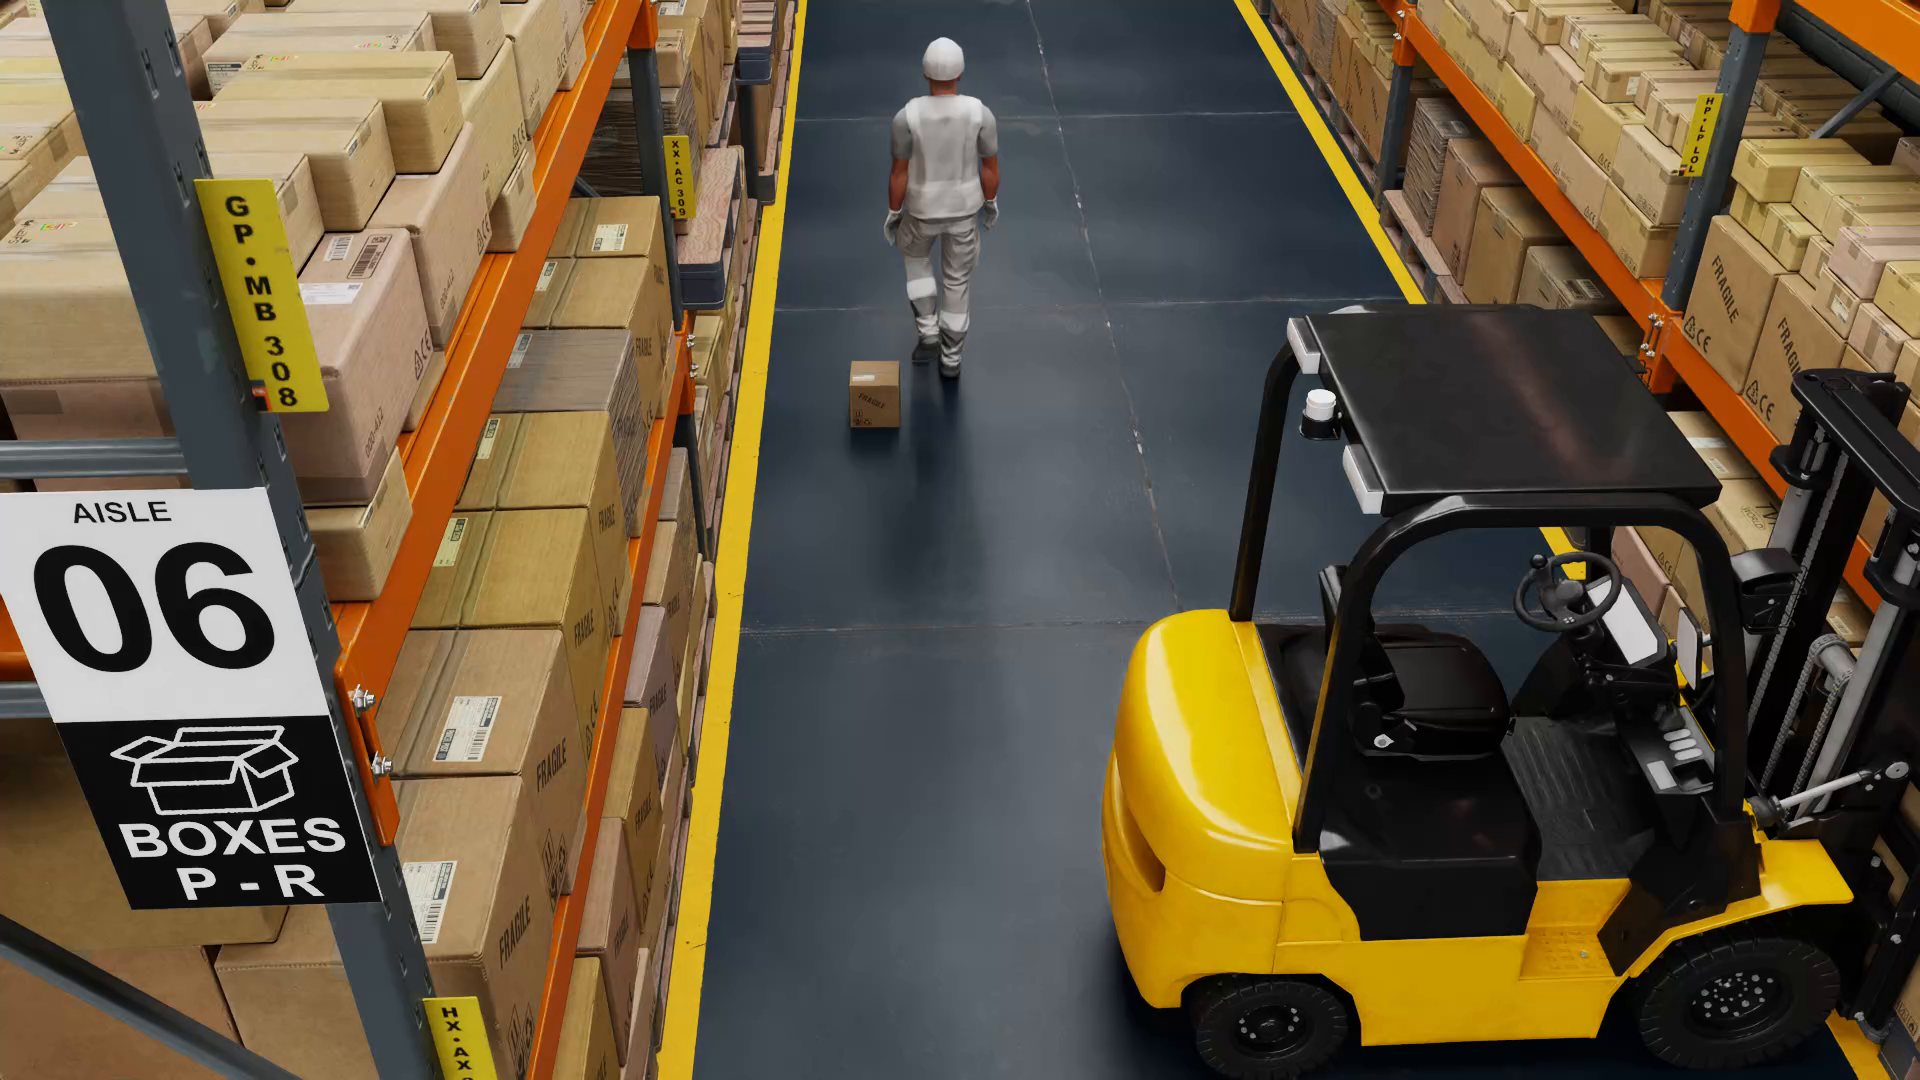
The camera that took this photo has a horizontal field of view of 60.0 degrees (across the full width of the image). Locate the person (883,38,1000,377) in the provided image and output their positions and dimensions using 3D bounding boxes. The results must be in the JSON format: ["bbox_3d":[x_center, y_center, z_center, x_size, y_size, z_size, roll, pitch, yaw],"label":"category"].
[{"bbox_3d":[-0.098,-1.708,8.533,0.594,1.804,0.467,-1,35,-2],"label":"person"}]
